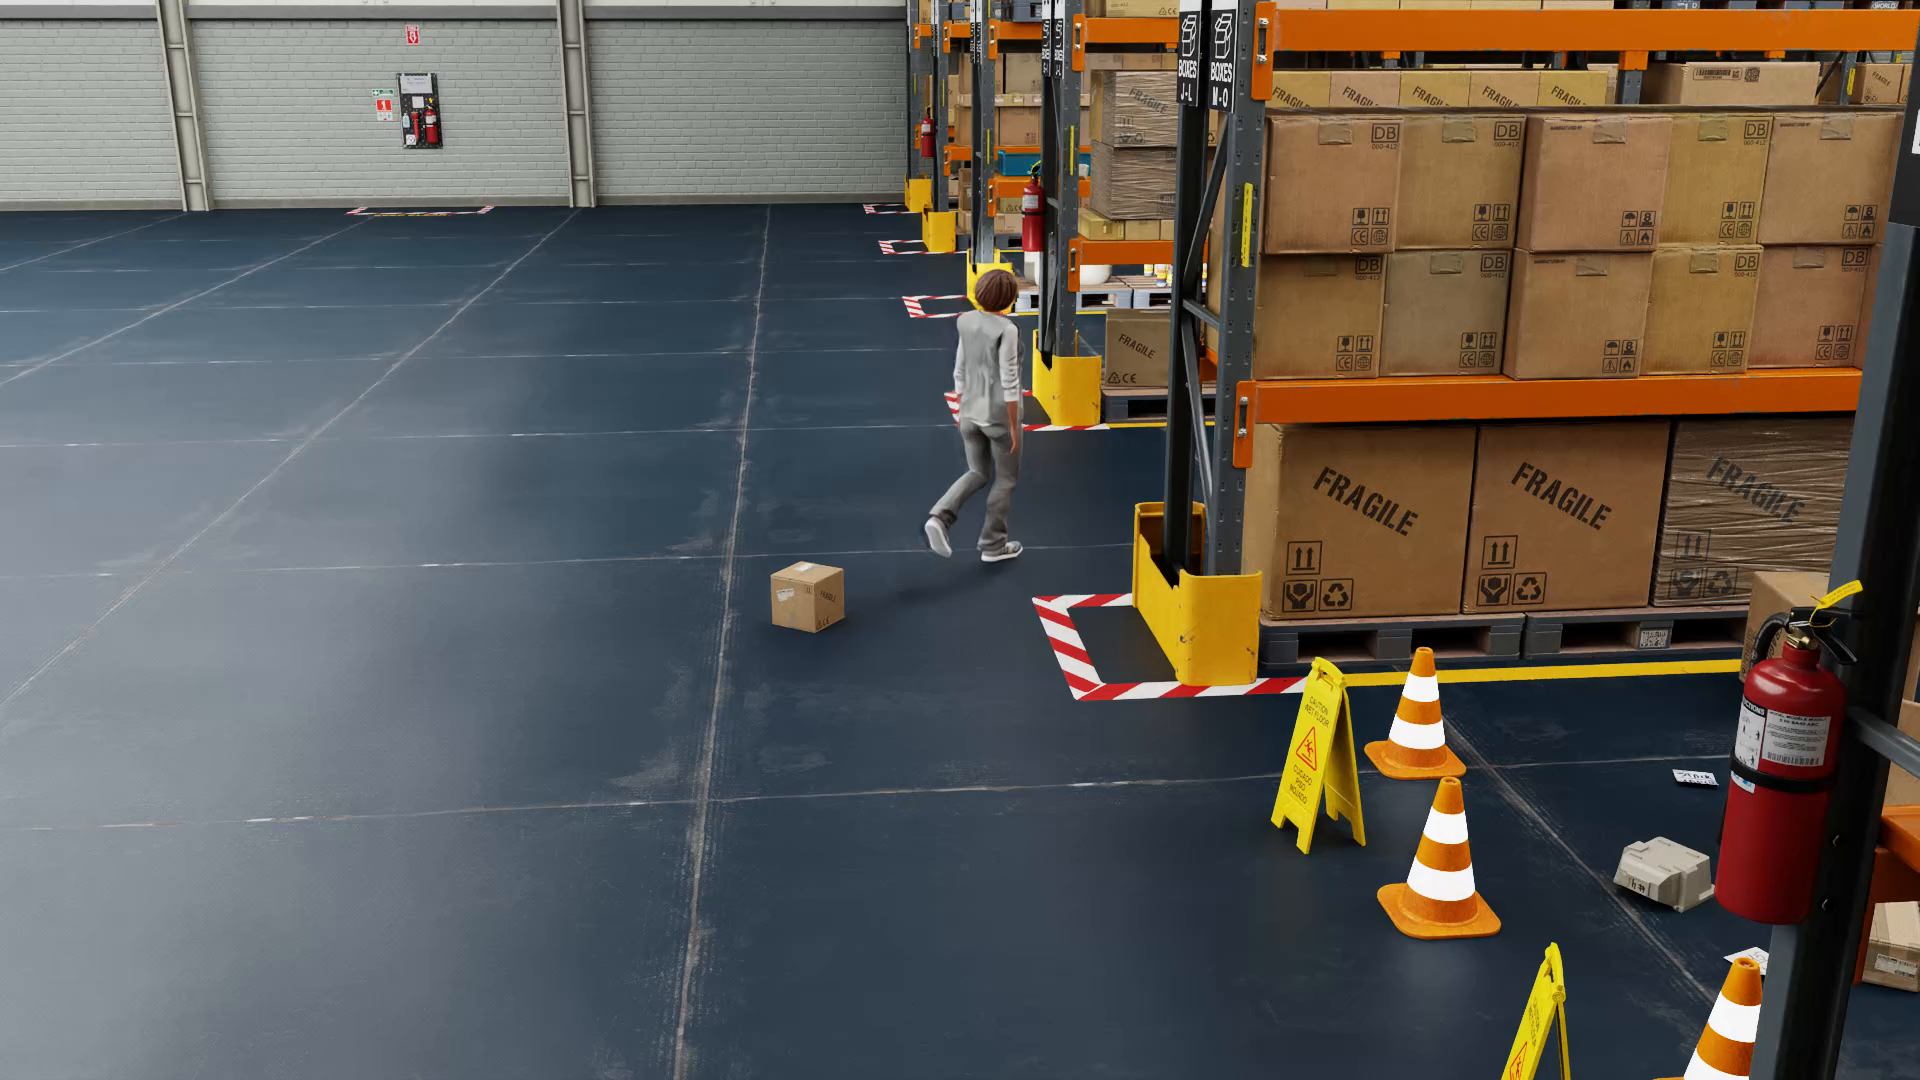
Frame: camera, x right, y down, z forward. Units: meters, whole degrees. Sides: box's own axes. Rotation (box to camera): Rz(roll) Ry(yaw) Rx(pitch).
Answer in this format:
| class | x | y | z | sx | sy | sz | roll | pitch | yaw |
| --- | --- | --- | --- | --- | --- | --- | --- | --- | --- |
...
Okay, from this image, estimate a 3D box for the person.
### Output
| class | x | y | z | sx | sy | sz | roll | pitch | yaw |
| --- | --- | --- | --- | --- | --- | --- | --- | --- | --- |
| person | 0.115 | -0.610 | 8.521 | 0.421 | 1.564 | 0.646 | 14 | 22 | 39 |
